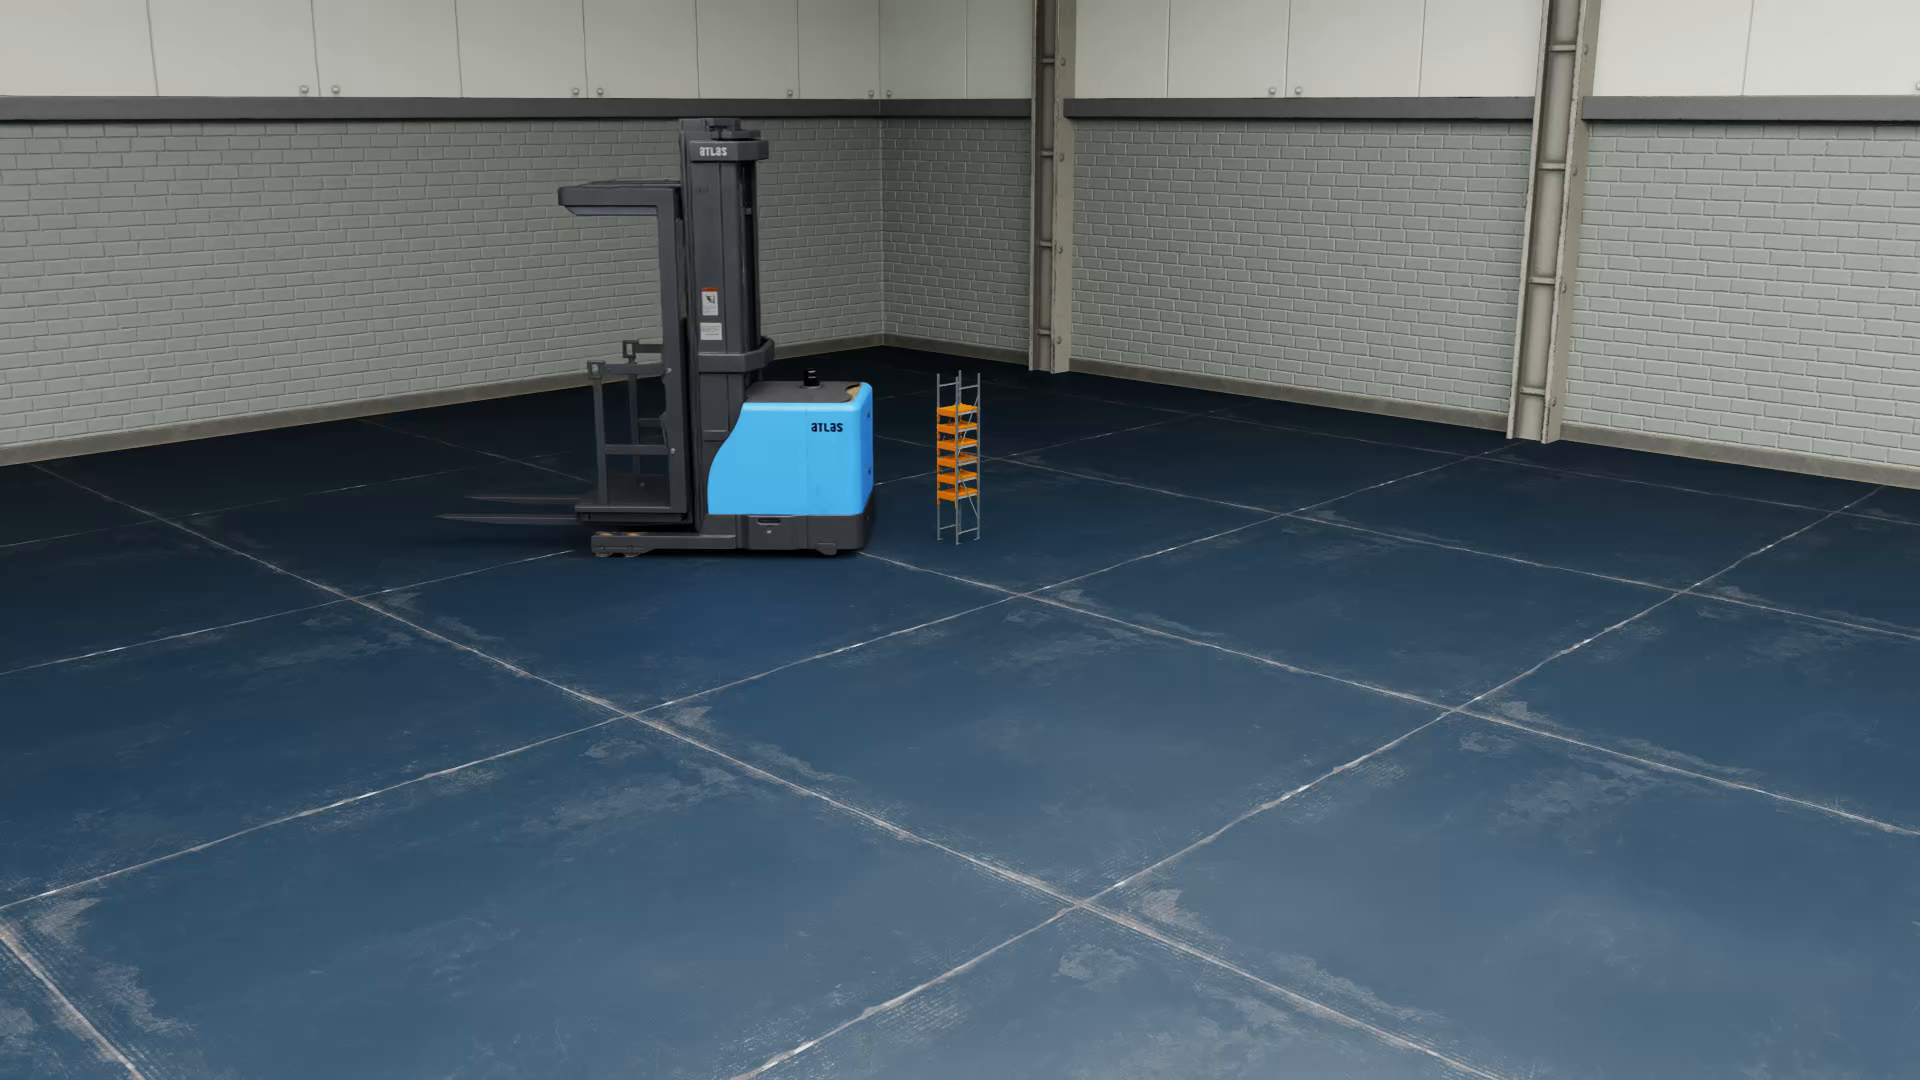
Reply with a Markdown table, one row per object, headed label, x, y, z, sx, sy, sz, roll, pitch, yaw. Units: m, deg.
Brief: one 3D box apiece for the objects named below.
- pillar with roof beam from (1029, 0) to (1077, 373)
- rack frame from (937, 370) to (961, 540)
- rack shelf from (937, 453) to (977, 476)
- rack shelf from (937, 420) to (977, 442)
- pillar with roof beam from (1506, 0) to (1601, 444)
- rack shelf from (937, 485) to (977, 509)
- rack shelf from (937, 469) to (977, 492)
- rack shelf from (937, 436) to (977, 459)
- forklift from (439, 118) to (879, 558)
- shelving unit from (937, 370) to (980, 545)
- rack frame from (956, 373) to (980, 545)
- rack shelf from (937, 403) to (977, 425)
| label | x | y | z | sx | sy | sz | roll | pitch | yaw |
| --- | --- | --- | --- | --- | --- | --- | --- | --- | --- |
| pillar with roof beam | -1.933 | -5.576 | 15.483 | 0.400 | 9.000 | 9.100 | 14 | 20 | 42 |
| rack frame | -0.076 | -0.599 | 11.852 | 0.006 | 1.200 | 0.240 | 14 | 20 | 42 |
| rack shelf | -0.010 | -0.540 | 11.802 | 0.180 | 0.103 | 0.258 | 14 | 20 | 42 |
| rack shelf | -0.010 | -0.772 | 11.741 | 0.180 | 0.103 | 0.258 | 14 | 20 | 42 |
| pillar with roof beam | 2.386 | -4.525 | 11.453 | 0.400 | 9.000 | 9.100 | 14 | 20 | 42 |
| rack shelf | -0.010 | -0.308 | 11.862 | 0.180 | 0.103 | 0.258 | 14 | 20 | 42 |
| rack shelf | -0.010 | -0.424 | 11.832 | 0.180 | 0.103 | 0.258 | 14 | 20 | 42 |
| rack shelf | -0.010 | -0.656 | 11.771 | 0.180 | 0.103 | 0.258 | 14 | 20 | 42 |
| forklift | -2.130 | -1.430 | 11.607 | 3.031 | 2.935 | 1.130 | 1 | 15 | 2 |
| shelving unit | -0.010 | -0.583 | 11.791 | 0.189 | 1.200 | 0.258 | 14 | 20 | 42 |
| rack frame | 0.055 | -0.567 | 11.729 | 0.006 | 1.200 | 0.240 | 14 | 20 | 42 |
| rack shelf | -0.010 | -0.889 | 11.711 | 0.180 | 0.103 | 0.258 | 14 | 20 | 42 |
